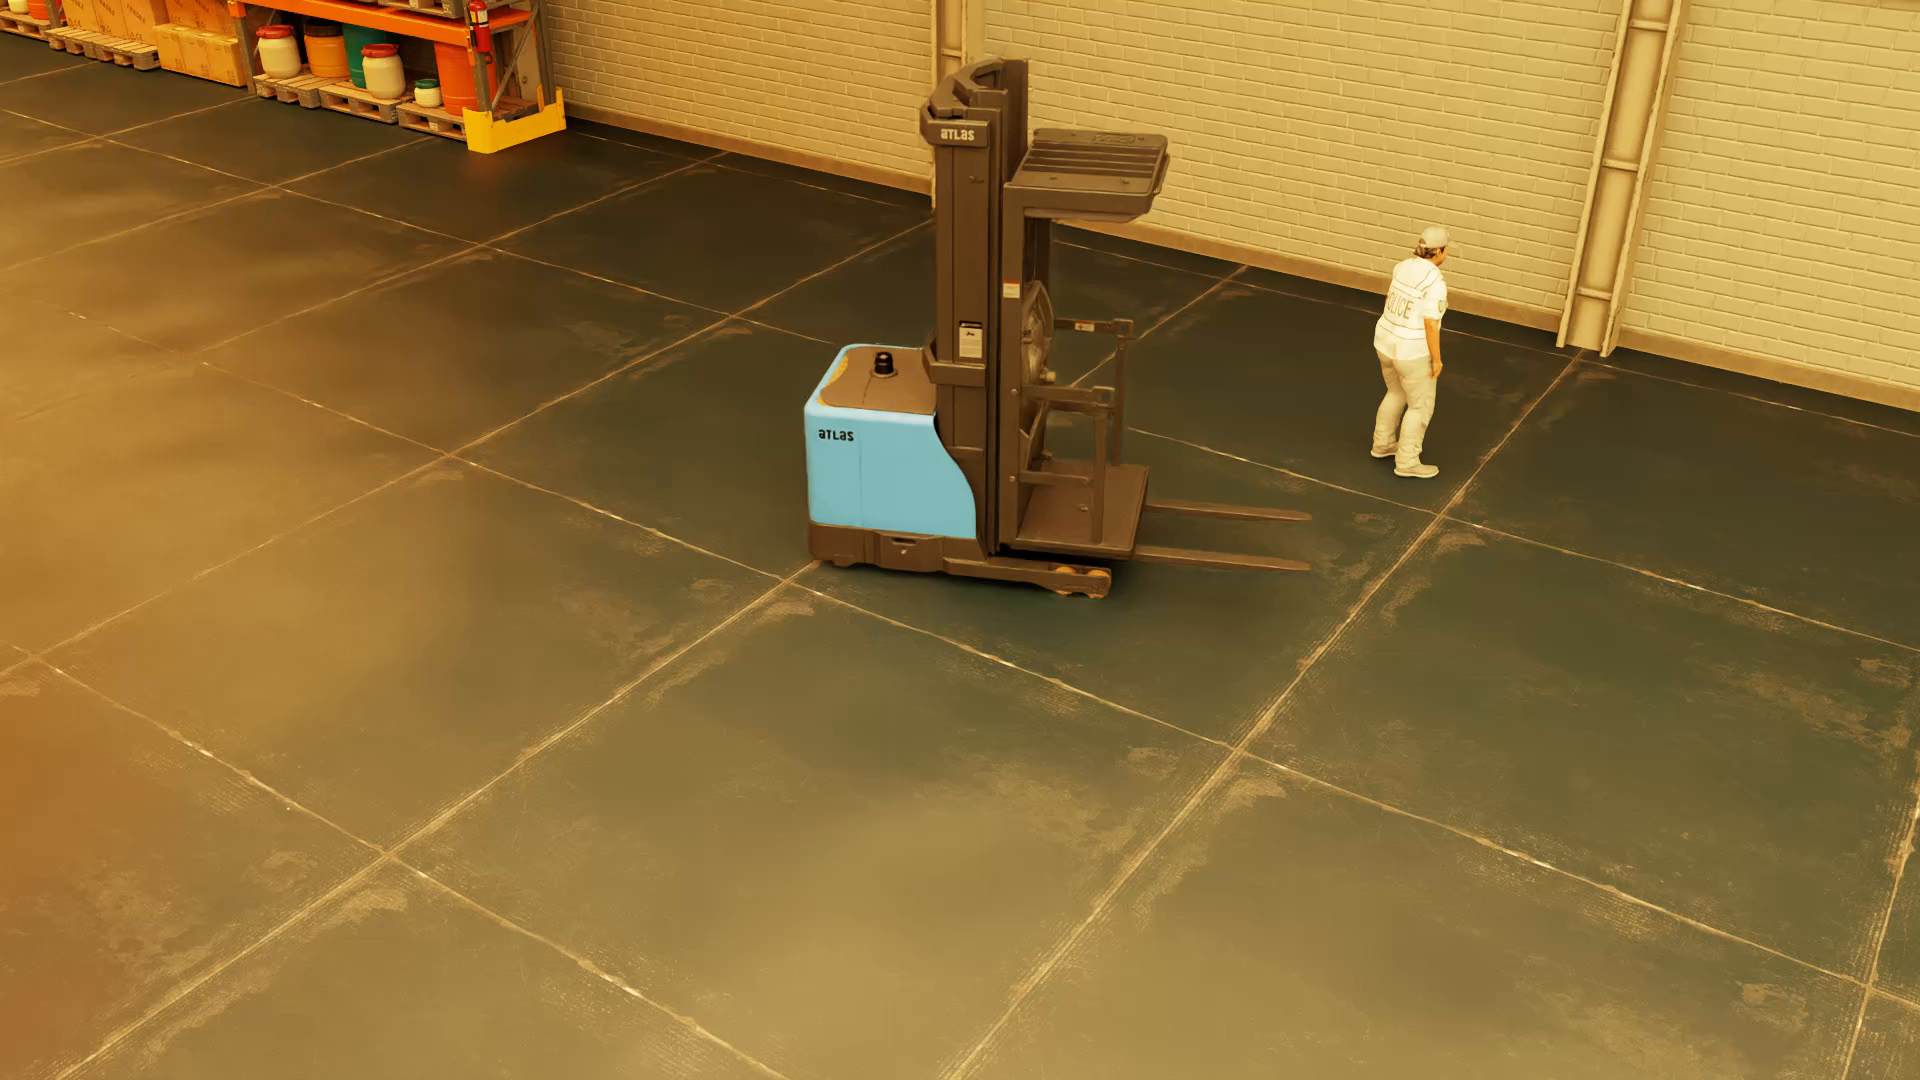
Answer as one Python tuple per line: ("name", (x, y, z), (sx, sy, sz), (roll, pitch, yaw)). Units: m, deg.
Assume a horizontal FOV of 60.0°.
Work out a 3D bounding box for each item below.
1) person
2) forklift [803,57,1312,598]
("person", (3.011, -1.256, 11.006), (0.467, 1.666, 0.564), (-11, 32, -18))
("forklift", (0.635, -1.212, 9.668), (3.031, 2.935, 1.130), (6, 31, 10))
